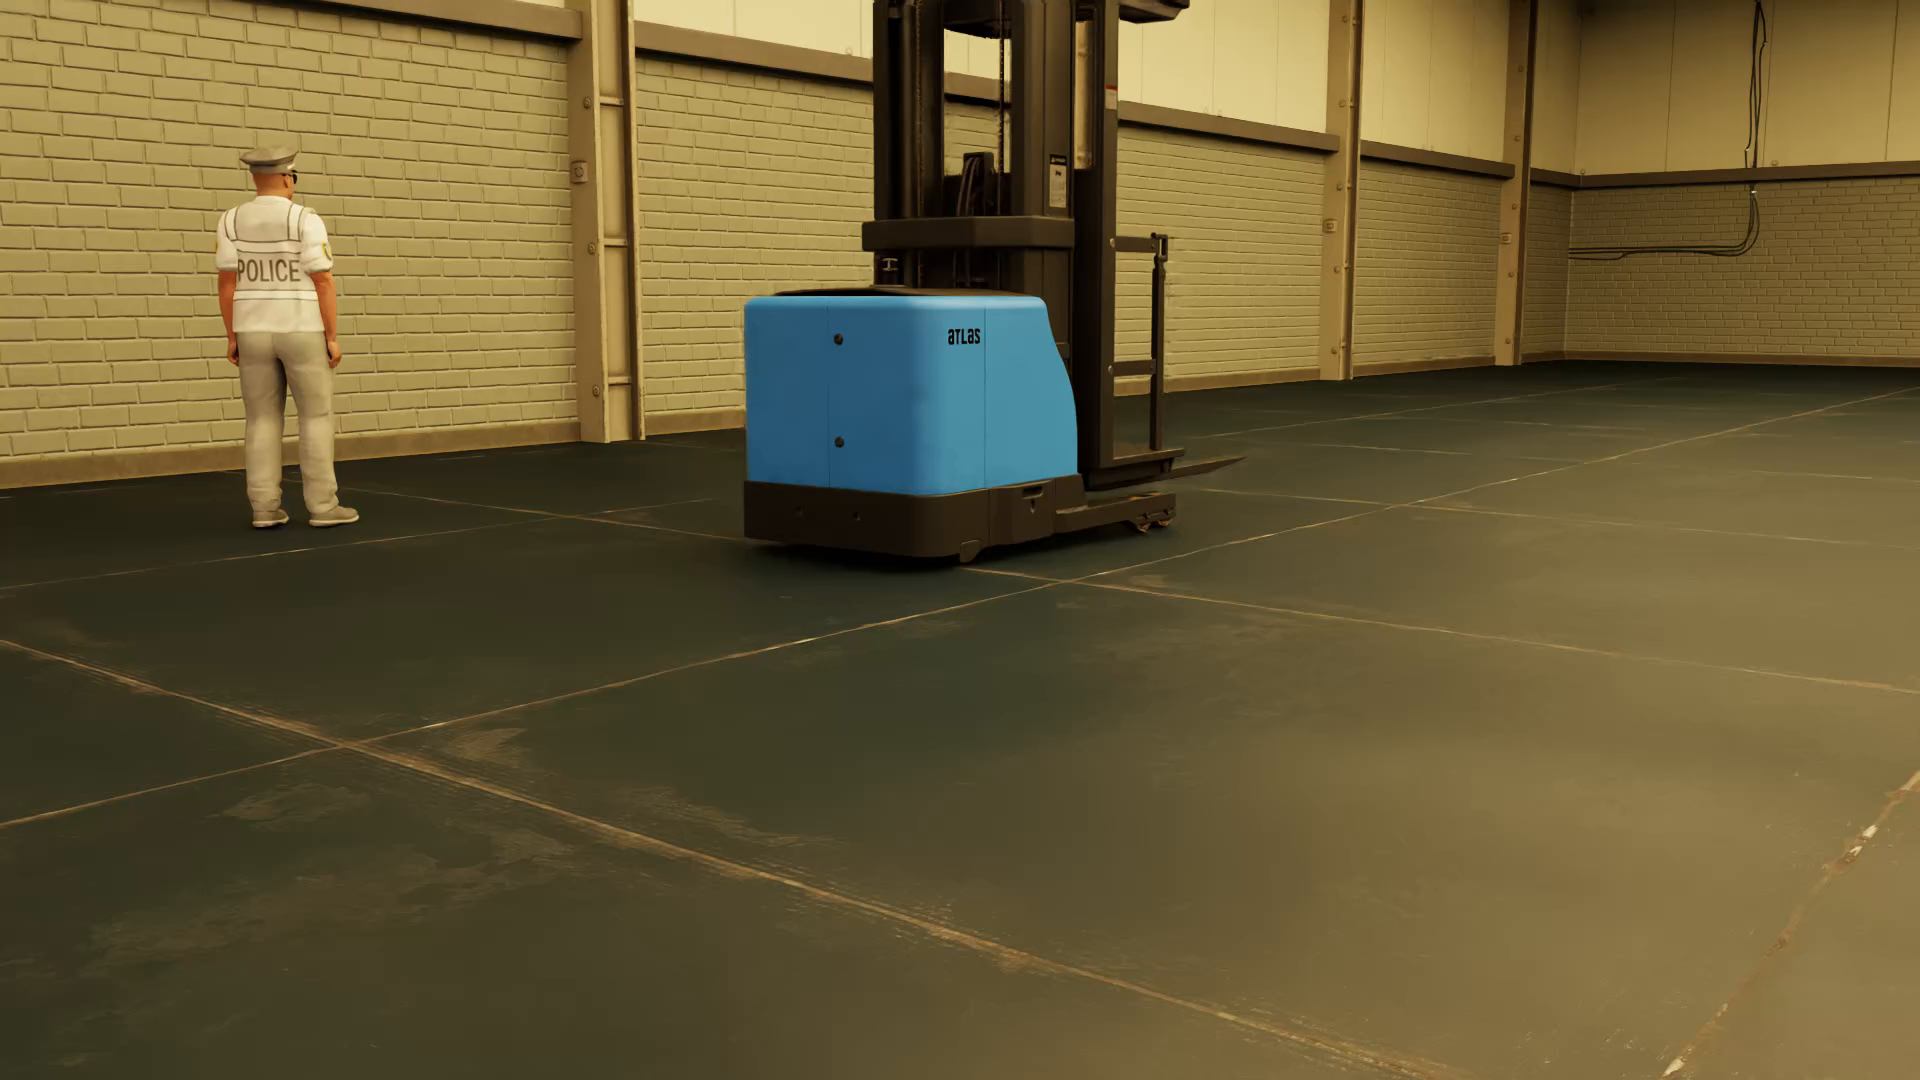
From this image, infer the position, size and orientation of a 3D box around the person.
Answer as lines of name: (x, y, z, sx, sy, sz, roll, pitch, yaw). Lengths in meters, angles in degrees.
person: (-3.147, -0.945, 7.750, 0.527, 1.773, 0.395, 0, 8, -1)

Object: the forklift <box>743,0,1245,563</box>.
forklift: (0.363, -1.526, 7.714, 1.130, 2.935, 3.031, 6, 10, 36)
